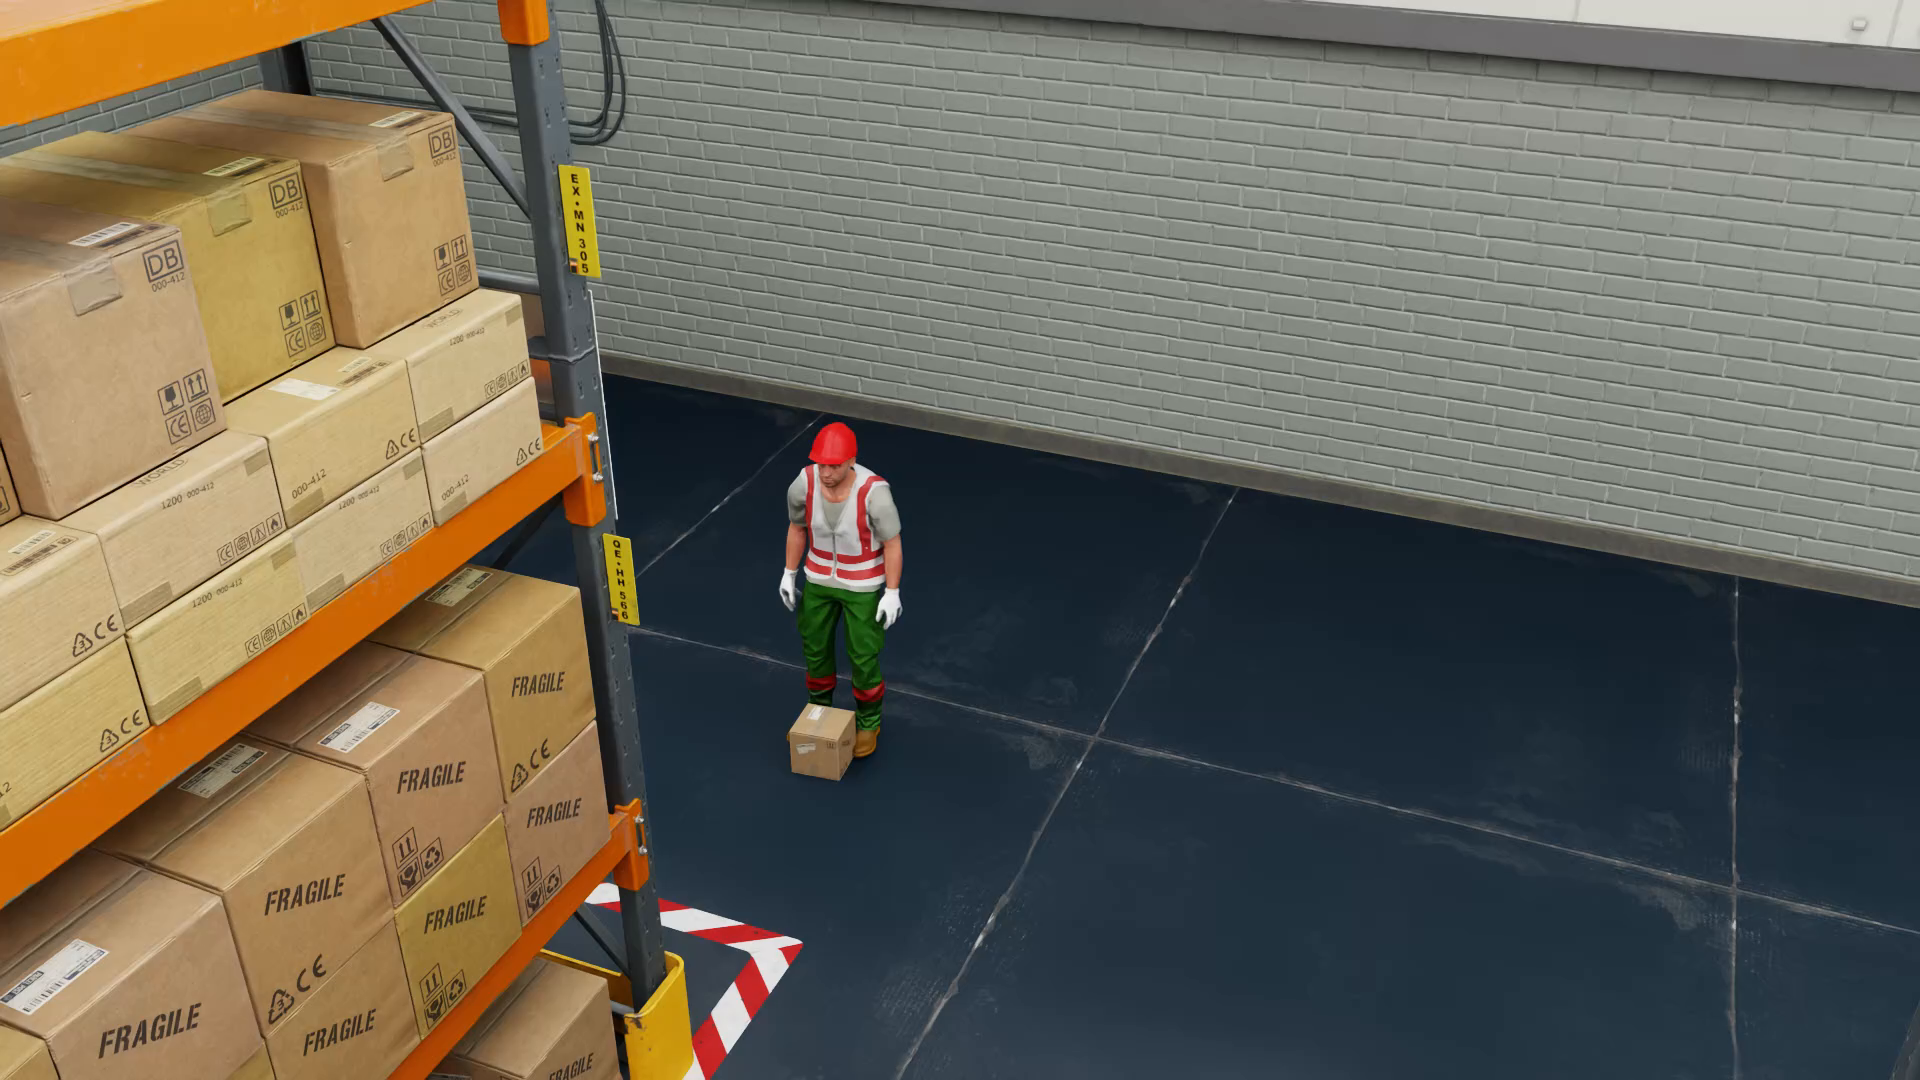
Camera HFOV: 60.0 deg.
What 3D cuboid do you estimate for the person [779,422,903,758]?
[{"bbox_3d":[-0.567,0.227,7.981,0.623,1.780,0.447,10,31,17],"label":"person"}]
